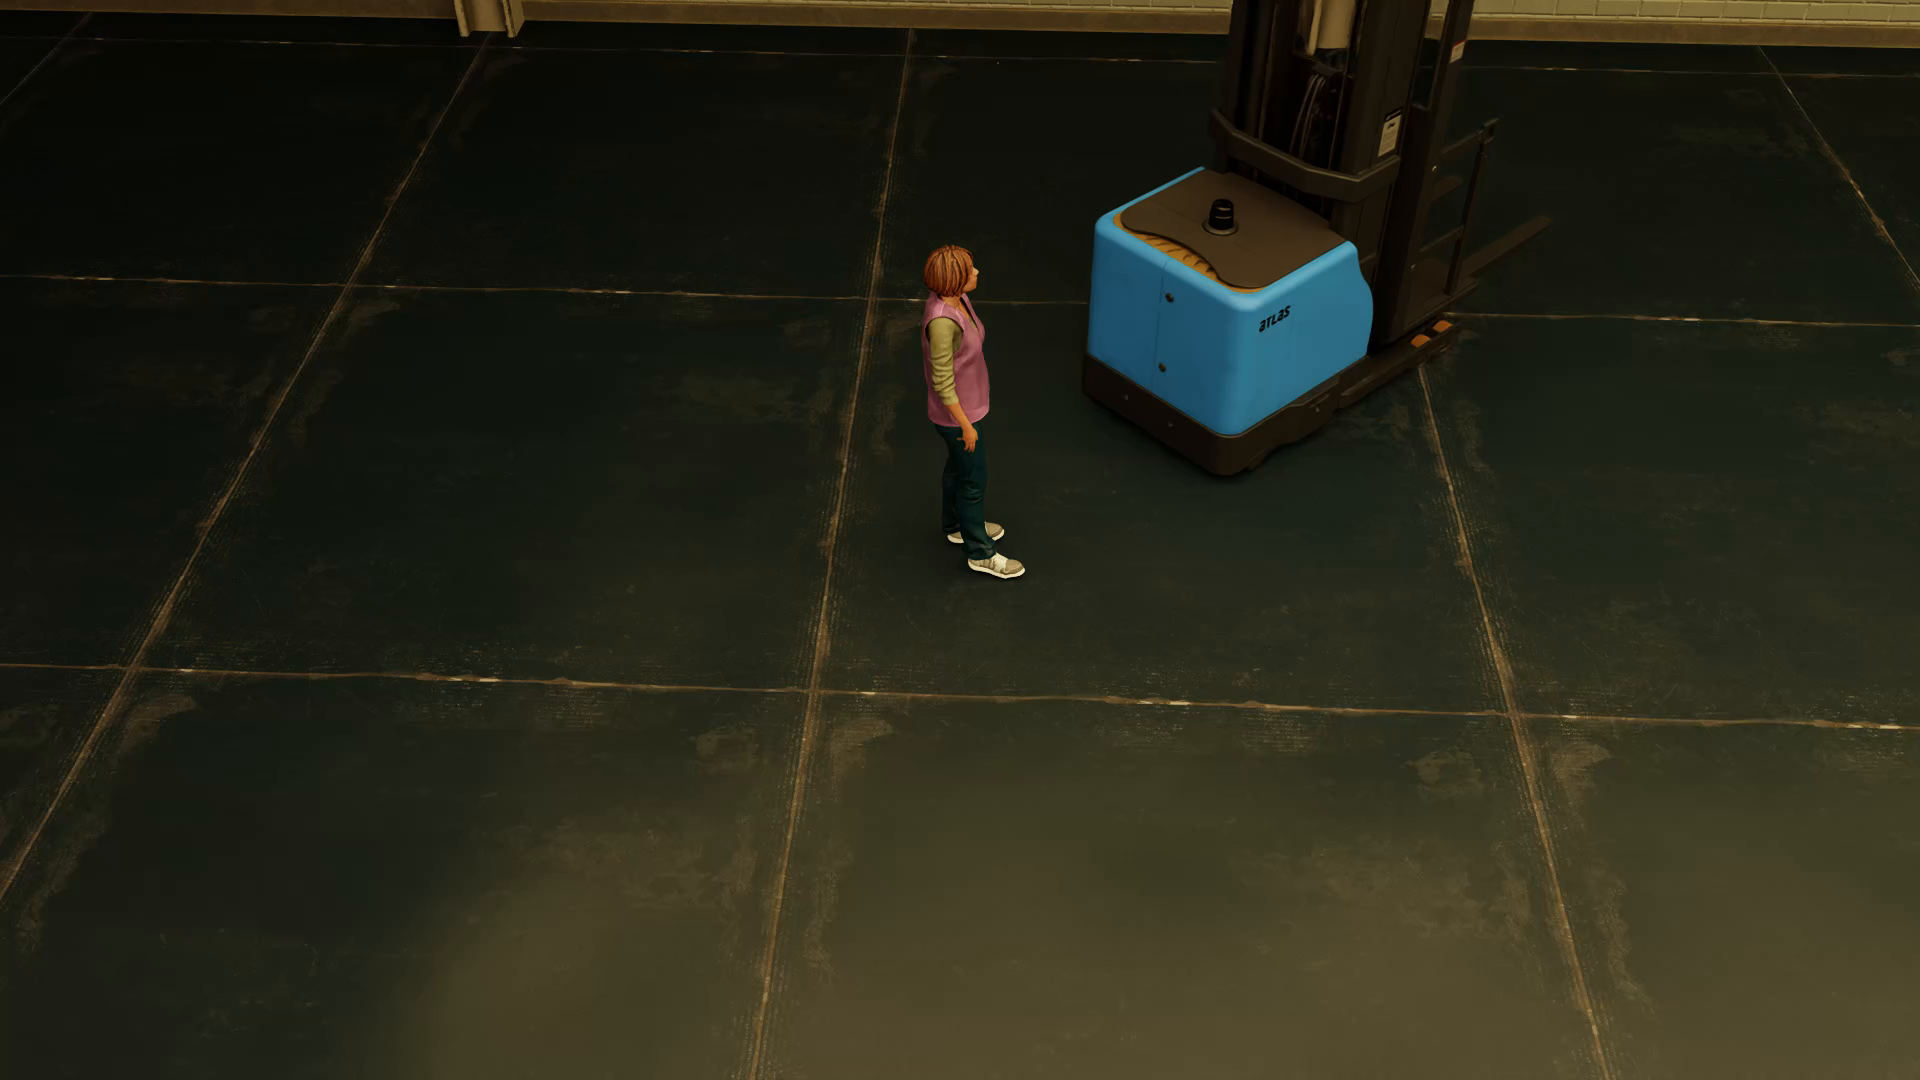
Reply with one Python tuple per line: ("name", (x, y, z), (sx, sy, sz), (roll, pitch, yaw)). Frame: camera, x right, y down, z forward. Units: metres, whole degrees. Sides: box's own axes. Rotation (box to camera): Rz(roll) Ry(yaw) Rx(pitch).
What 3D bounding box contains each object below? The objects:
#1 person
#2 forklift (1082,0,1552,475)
("person", (0.074, -0.584, 7.361), (0.473, 1.599, 0.521), (2, 42, 2))
("forklift", (2.072, -2.258, 8.216), (3.031, 2.935, 1.130), (-31, 51, -29))
